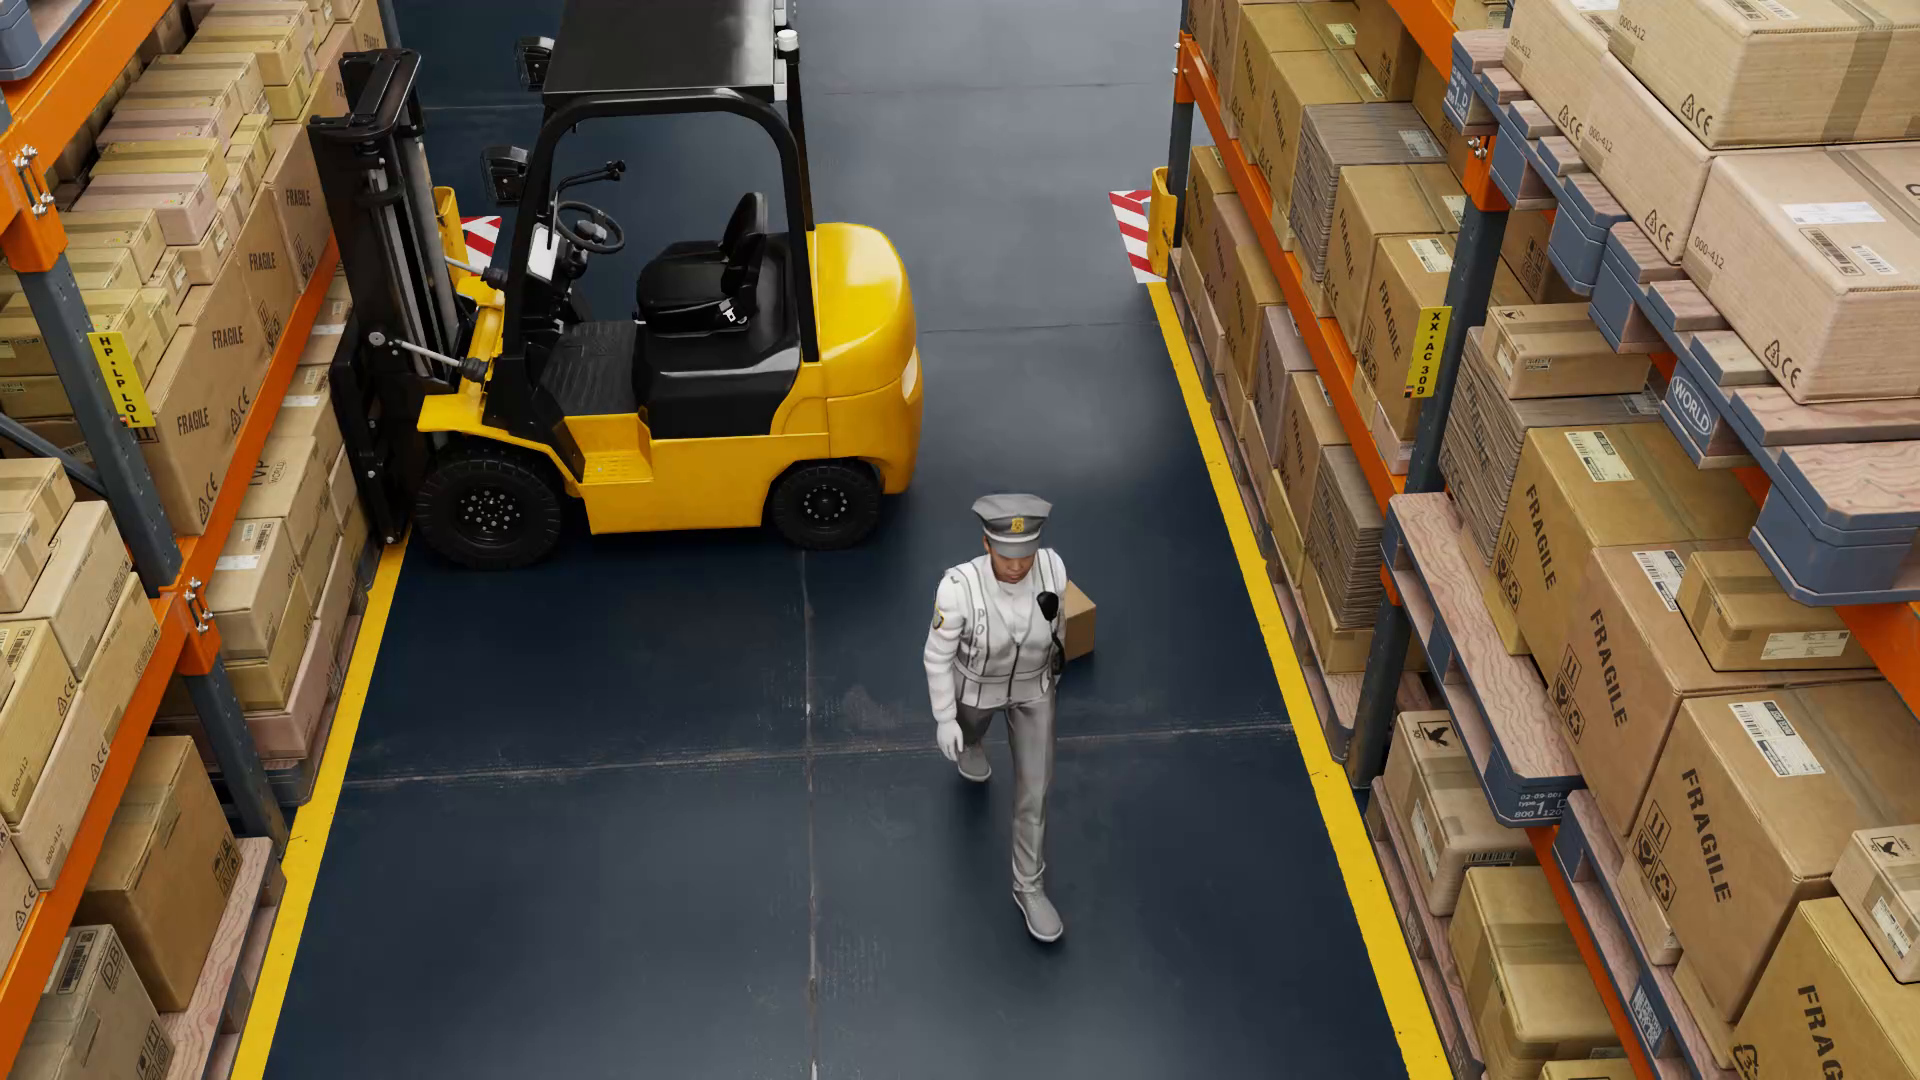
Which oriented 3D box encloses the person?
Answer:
[{"bbox_3d":[0.125,0.473,5.569,0.512,1.626,1.030,-6,40,-8],"label":"person"}]
